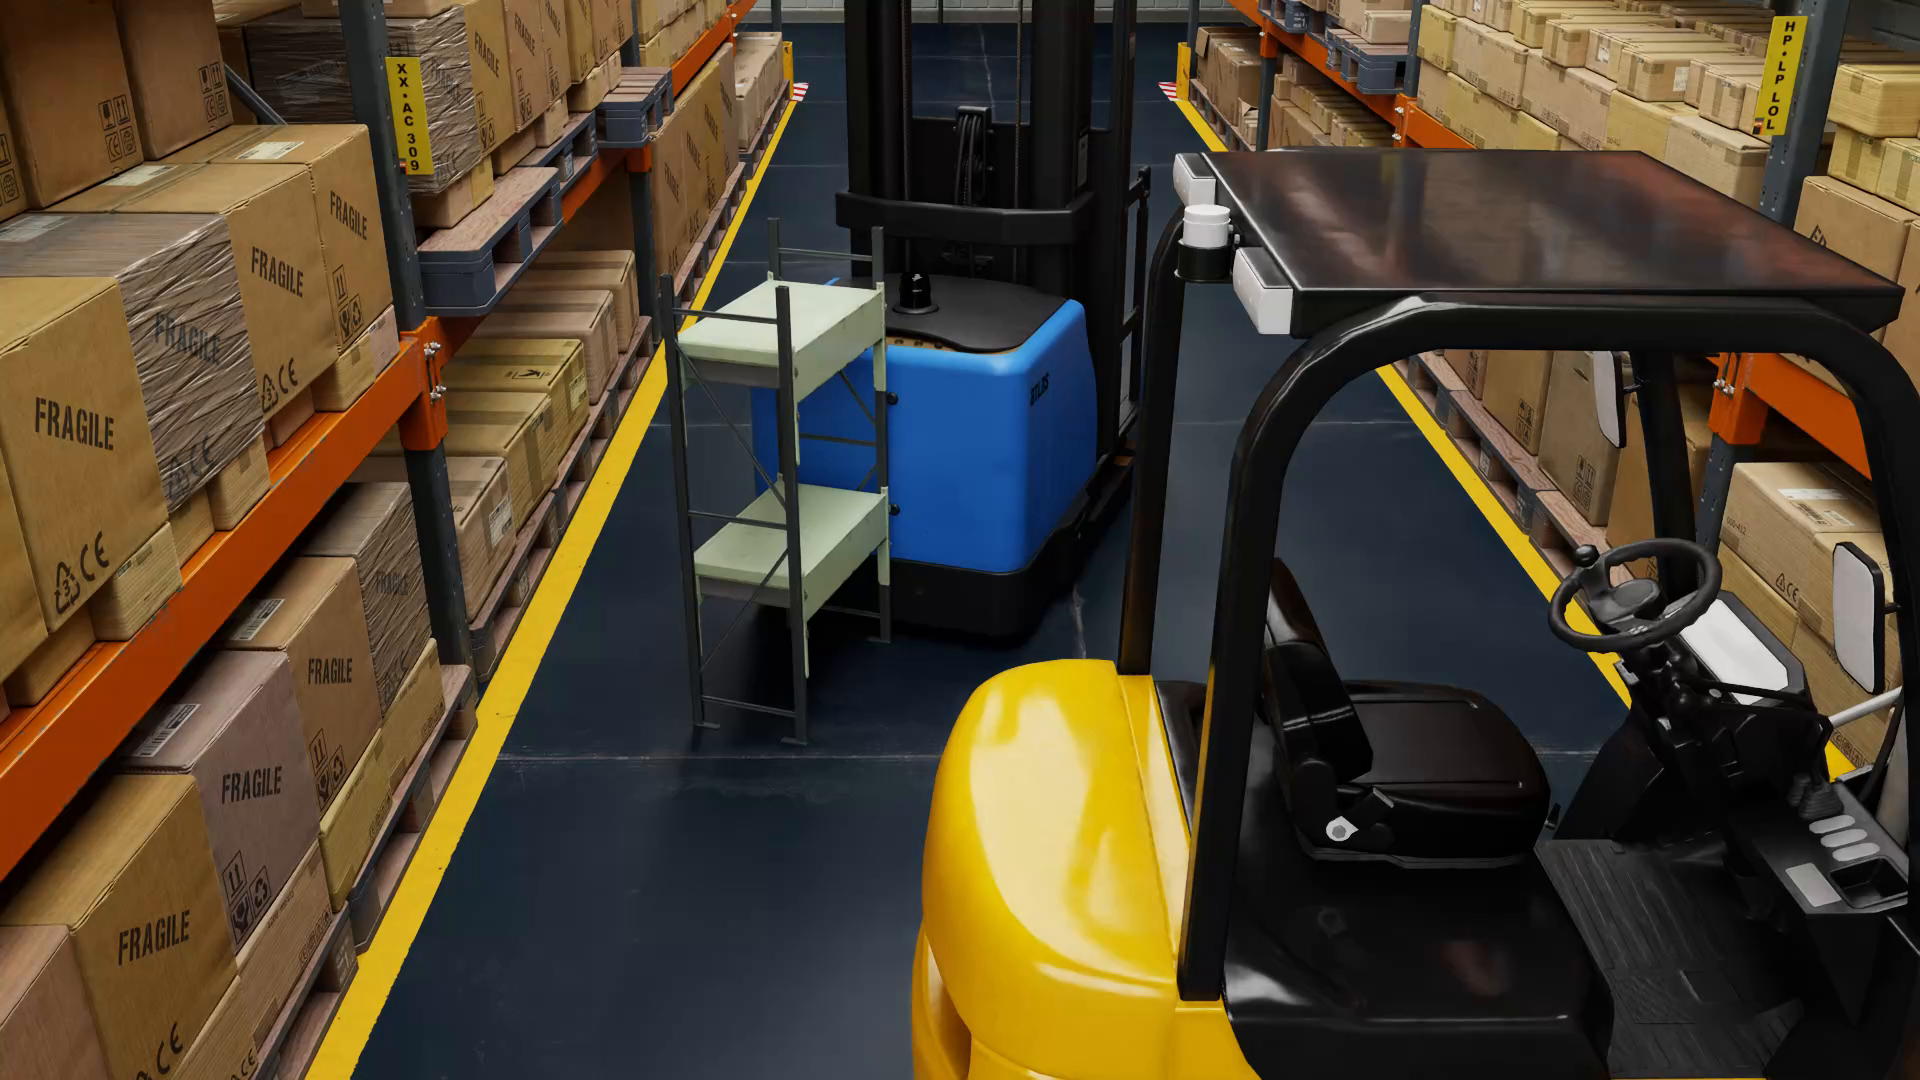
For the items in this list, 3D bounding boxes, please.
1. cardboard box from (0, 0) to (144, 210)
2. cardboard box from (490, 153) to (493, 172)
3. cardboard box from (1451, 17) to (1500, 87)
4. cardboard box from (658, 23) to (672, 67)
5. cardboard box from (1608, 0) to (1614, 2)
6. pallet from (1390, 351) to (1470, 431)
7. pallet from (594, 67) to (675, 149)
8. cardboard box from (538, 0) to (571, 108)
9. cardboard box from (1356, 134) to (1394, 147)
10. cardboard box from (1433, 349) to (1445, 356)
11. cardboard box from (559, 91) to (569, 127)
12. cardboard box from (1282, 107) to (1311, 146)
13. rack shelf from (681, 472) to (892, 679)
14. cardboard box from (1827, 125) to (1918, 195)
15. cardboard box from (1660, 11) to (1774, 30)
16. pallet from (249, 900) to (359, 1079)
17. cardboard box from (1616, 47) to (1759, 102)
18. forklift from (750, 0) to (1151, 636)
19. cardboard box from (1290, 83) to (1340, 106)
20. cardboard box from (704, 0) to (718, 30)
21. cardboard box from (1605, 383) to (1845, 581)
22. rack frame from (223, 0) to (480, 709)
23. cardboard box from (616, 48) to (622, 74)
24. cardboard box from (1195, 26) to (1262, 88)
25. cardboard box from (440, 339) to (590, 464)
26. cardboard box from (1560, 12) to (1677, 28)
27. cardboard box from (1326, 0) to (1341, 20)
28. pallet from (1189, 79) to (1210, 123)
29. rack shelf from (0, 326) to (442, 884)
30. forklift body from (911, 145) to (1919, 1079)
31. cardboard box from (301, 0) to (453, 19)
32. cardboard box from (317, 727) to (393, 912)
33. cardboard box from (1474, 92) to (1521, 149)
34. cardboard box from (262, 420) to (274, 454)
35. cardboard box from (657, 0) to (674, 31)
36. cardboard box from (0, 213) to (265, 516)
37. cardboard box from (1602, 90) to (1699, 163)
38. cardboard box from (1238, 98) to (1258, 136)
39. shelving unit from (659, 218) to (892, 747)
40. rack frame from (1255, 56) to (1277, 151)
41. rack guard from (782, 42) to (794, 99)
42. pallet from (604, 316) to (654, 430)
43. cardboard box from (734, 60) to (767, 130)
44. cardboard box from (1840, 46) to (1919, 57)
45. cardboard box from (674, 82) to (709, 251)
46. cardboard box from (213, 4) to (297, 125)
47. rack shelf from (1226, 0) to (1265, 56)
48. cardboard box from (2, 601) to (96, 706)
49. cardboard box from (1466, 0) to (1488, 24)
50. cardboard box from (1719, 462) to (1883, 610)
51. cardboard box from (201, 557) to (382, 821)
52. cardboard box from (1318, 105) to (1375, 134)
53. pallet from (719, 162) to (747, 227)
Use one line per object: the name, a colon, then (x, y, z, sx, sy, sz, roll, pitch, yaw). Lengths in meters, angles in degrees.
cardboard box: (-2.333, -1.043, 3.721, 0.700, 0.500, 0.500, 0, 24, 0)
cardboard box: (-1.869, -1.325, 5.835, 0.380, 0.149, 0.250, 1, 24, 3)
cardboard box: (2.580, -2.241, 7.640, 0.500, 0.250, 0.500, 0, 24, 1)
cardboard box: (-1.926, -2.794, 9.469, 0.500, 0.250, 0.500, -1, 24, -2)
cardboard box: (3.077, -2.465, 7.652, 0.380, 0.149, 0.250, 0, 24, -1)
pallet: (2.785, -0.862, 8.399, 1.003, 0.211, 1.213, 0, 24, -1)
pallet: (-2.034, -2.067, 7.913, 1.213, 0.211, 1.003, 0, 24, -1)
cardboard box: (-1.837, -1.988, 6.514, 0.500, 0.500, 0.500, -1, 24, -3)
cardboard box: (2.606, -2.352, 10.047, 0.380, 0.149, 0.250, 0, 24, 1)
cardboard box: (2.808, -1.324, 8.409, 0.875, 0.625, 0.625, 1, 24, 1)
cardboard box: (-1.814, -1.752, 6.780, 0.380, 0.149, 0.250, -1, 24, -2)
cardboard box: (2.567, -2.753, 11.720, 0.500, 0.500, 0.500, -1, 24, -1)
rack shelf: (-0.556, 0.098, 5.503, 0.431, 0.370, 0.720, 8, 26, 17)
cardboard box: (2.599, -1.032, 4.483, 0.380, 0.149, 0.250, -1, 24, -1)
cardboard box: (3.057, -2.047, 6.728, 0.380, 0.149, 0.250, 0, 24, 1)
pallet: (-2.046, 1.252, 3.726, 1.003, 0.211, 1.213, 0, 24, -1)
cardboard box: (2.526, -1.619, 5.782, 0.380, 0.149, 0.250, -1, 24, -2)
forklift: (0.205, -1.581, 6.689, 1.130, 2.935, 3.031, 8, 26, 17)
cardboard box: (2.589, -3.205, 11.933, 0.380, 0.149, 0.250, -1, 24, -2)
cardboard box: (-1.931, -3.634, 11.327, 0.500, 0.250, 0.500, -1, 24, -1)
cardboard box: (2.841, -0.148, 5.808, 0.875, 0.625, 0.625, 1, 24, 2)
rack frame: (-2.105, -0.799, 4.878, 1.000, 3.000, 0.127, 0, 24, -1)
cardboard box: (-1.834, -2.280, 7.947, 0.380, 0.149, 0.250, 0, 24, 0)
cardboard box: (2.639, -4.570, 15.733, 0.797, 0.503, 0.637, -1, 24, -3)
cardboard box: (-2.134, -0.592, 7.099, 0.950, 0.372, 0.625, 1, 24, 1)
cardboard box: (2.648, -2.041, 6.715, 0.380, 0.149, 0.250, 0, 24, -1)
cardboard box: (2.612, -3.382, 9.952, 0.797, 0.503, 0.637, -1, 24, -2)
pallet: (2.738, -4.138, 15.643, 1.003, 0.211, 1.213, 0, 24, -1)
rack shelf: (-2.083, 0.352, 3.204, 1.077, 0.370, 4.000, 0, 24, -1)
forklift body: (1.057, 0.438, 3.170, 2.313, 2.155, 1.214, 0, 24, -1)
cardboard box: (-1.756, -1.663, 5.008, 0.380, 0.149, 0.250, 0, 24, -1)
cardboard box: (-1.814, 0.724, 4.337, 0.500, 0.250, 0.500, -1, 24, -2)
cardboard box: (2.588, -1.800, 7.271, 0.500, 0.250, 0.500, -1, 24, -2)
cardboard box: (-1.873, -0.241, 3.947, 0.380, 0.149, 0.250, -1, 24, -1)
cardboard box: (-1.912, -3.030, 9.385, 0.500, 0.250, 0.500, 0, 24, 1)
cardboard box: (-1.829, -0.373, 3.452, 0.500, 0.500, 0.500, 0, 24, 1)
cardboard box: (2.585, -1.396, 5.772, 0.500, 0.250, 0.500, -1, 24, -2)
cardboard box: (2.467, -3.441, 13.526, 0.396, 0.266, 0.258, 1, 24, 1)
shelving unit: (-0.556, -0.199, 5.369, 0.431, 1.500, 0.755, 8, 26, 17)
rack frame: (2.771, -4.120, 12.219, 1.000, 3.000, 0.127, 0, 24, -1)
rack guard: (-2.236, -4.615, 16.348, 1.175, 0.500, 0.348, 0, 24, -1)
pallet: (-2.142, -0.855, 8.385, 1.003, 0.211, 1.213, 0, 24, -1)
cardboard box: (-2.102, -3.748, 13.997, 0.875, 0.438, 0.875, -1, 24, -2)
cardboard box: (3.093, -1.629, 5.804, 0.380, 0.149, 0.250, 0, 24, -1)
cardboard box: (-2.079, -2.324, 10.316, 0.875, 0.875, 0.875, 0, 24, 0)
cardboard box: (-2.339, -1.361, 5.128, 0.500, 0.500, 0.500, -1, 24, -2)
rack shelf: (2.749, -4.616, 14.190, 1.077, 0.370, 4.000, 0, 24, -1)
cardboard box: (-1.826, 0.180, 3.017, 0.380, 0.149, 0.250, -1, 24, -2)
cardboard box: (2.556, -2.464, 7.650, 0.380, 0.149, 0.250, 0, 24, 1)
cardboard box: (2.550, -0.017, 4.761, 0.500, 0.250, 0.500, -1, 24, -1)
cardboard box: (-1.823, 0.373, 4.203, 0.500, 0.500, 0.500, 0, 24, 0)
cardboard box: (2.586, -2.781, 10.995, 0.380, 0.149, 0.250, 1, 24, 1)
pallet: (-2.108, -2.508, 12.039, 1.003, 0.211, 1.213, 0, 24, -1)
